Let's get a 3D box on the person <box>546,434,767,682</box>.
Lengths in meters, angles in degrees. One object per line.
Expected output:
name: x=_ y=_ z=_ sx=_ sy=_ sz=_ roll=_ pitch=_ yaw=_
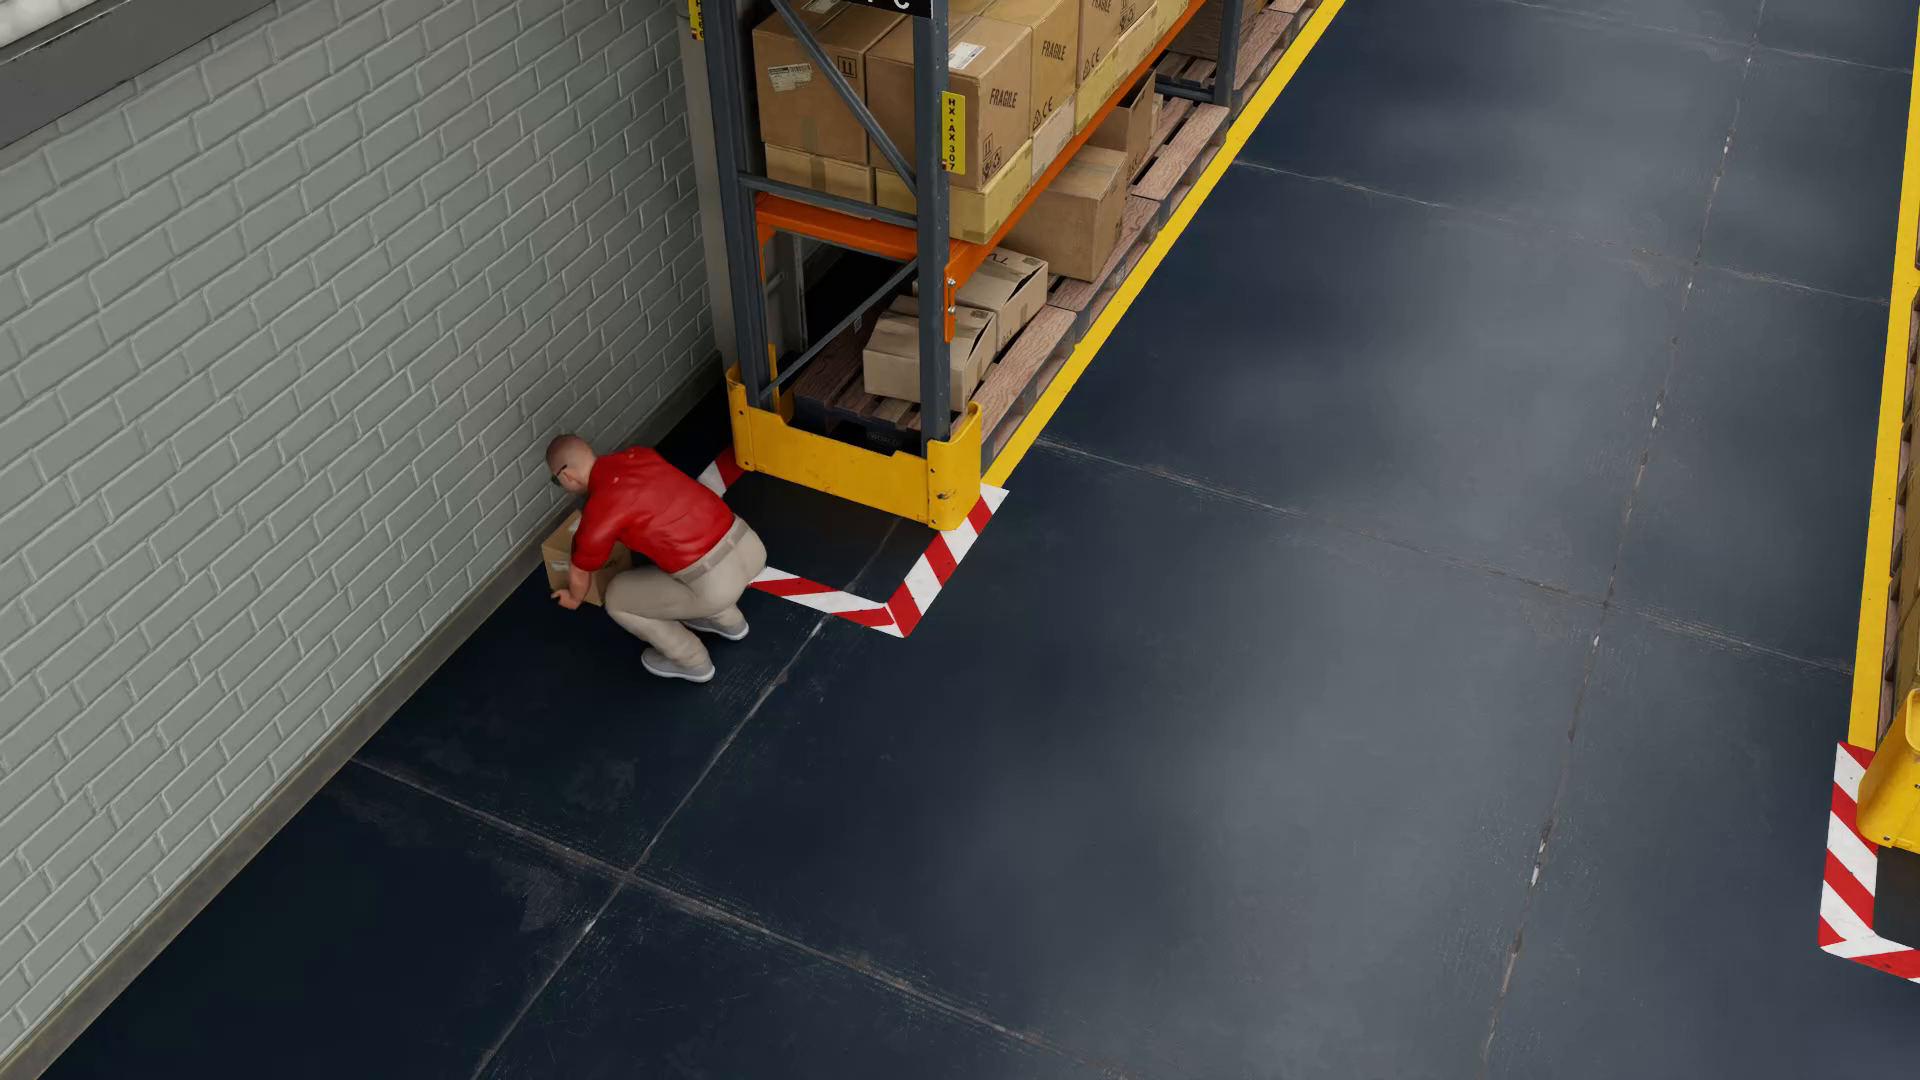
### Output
person: x=-1.224 y=0.060 z=6.644 sx=0.869 sy=1.016 sz=0.571 roll=17 pitch=45 yaw=18
